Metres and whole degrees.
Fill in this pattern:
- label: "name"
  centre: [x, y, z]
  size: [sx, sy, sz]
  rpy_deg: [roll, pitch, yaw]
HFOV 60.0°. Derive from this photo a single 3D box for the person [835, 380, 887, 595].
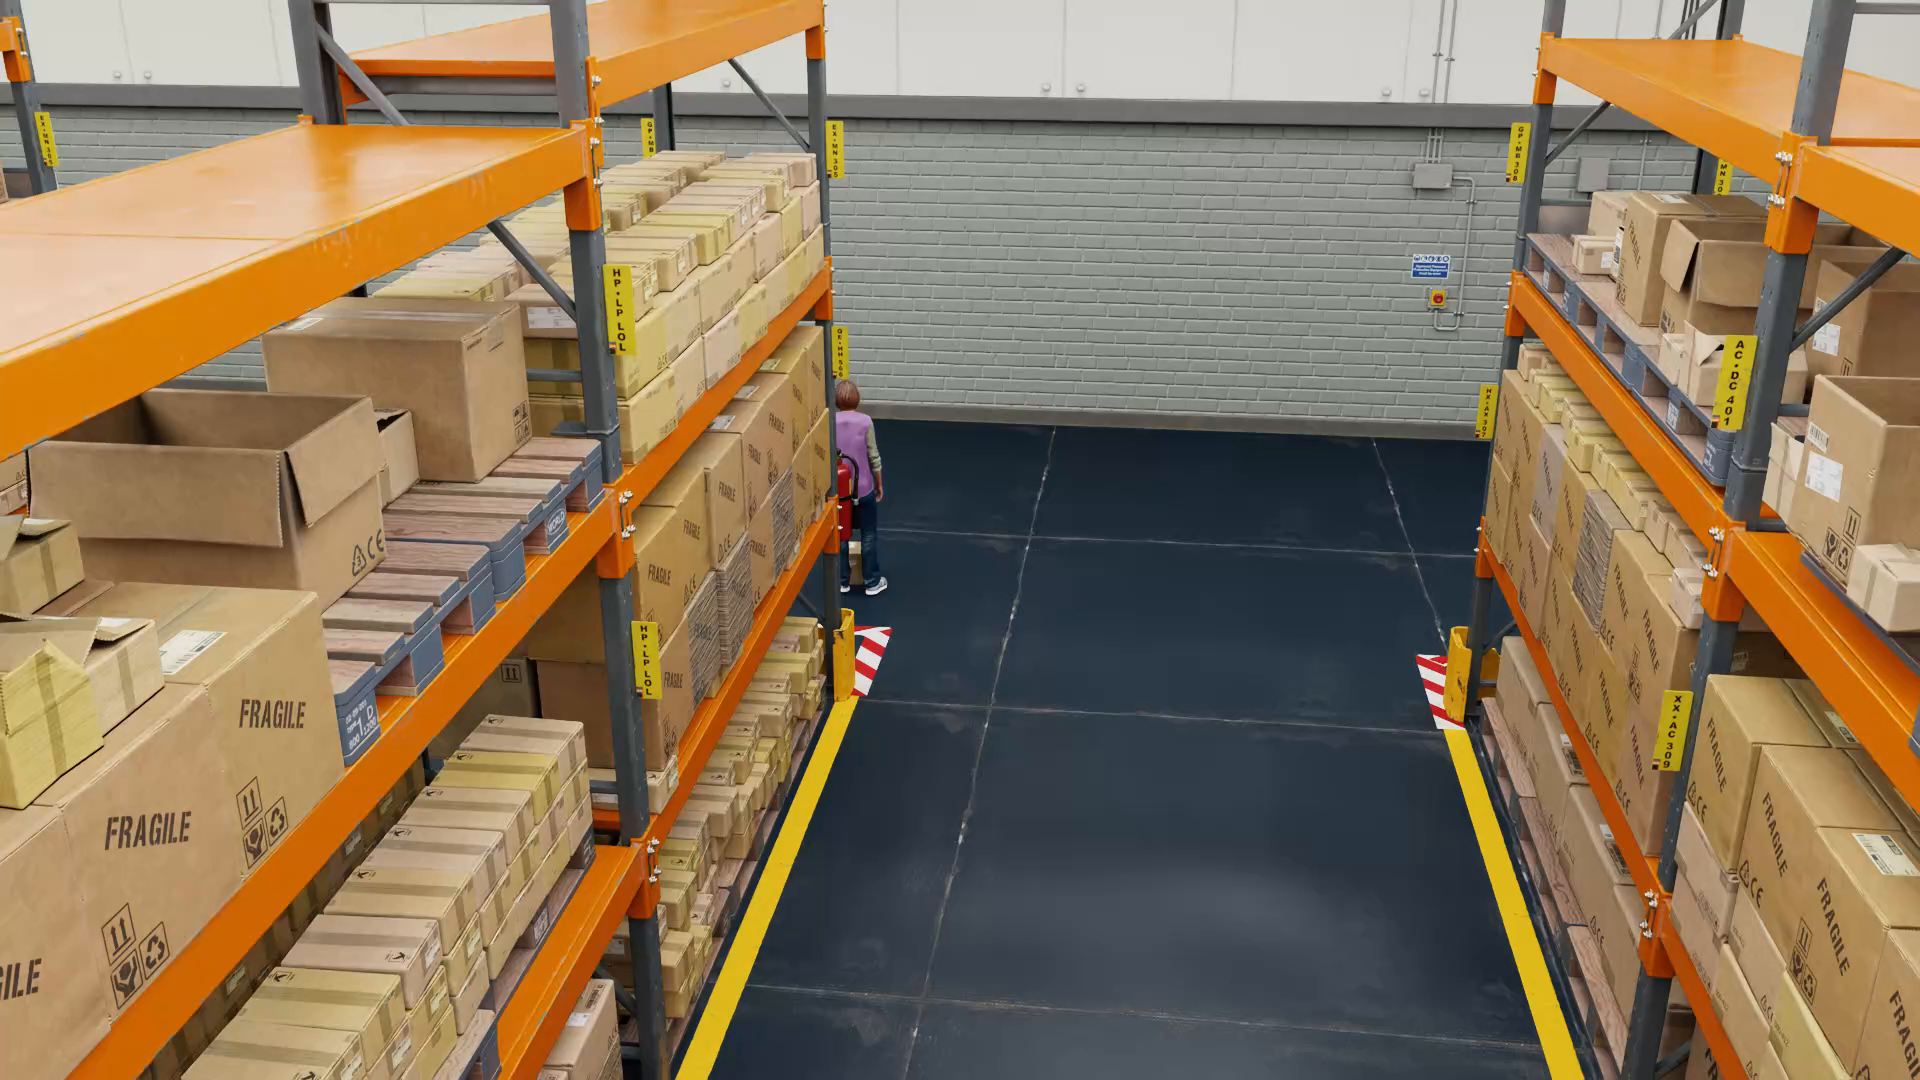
- label: "person"
  centre: [-0.788, -0.370, 12.039]
  size: [0.478, 1.593, 0.368]
  rpy_deg: [2, 22, 5]
